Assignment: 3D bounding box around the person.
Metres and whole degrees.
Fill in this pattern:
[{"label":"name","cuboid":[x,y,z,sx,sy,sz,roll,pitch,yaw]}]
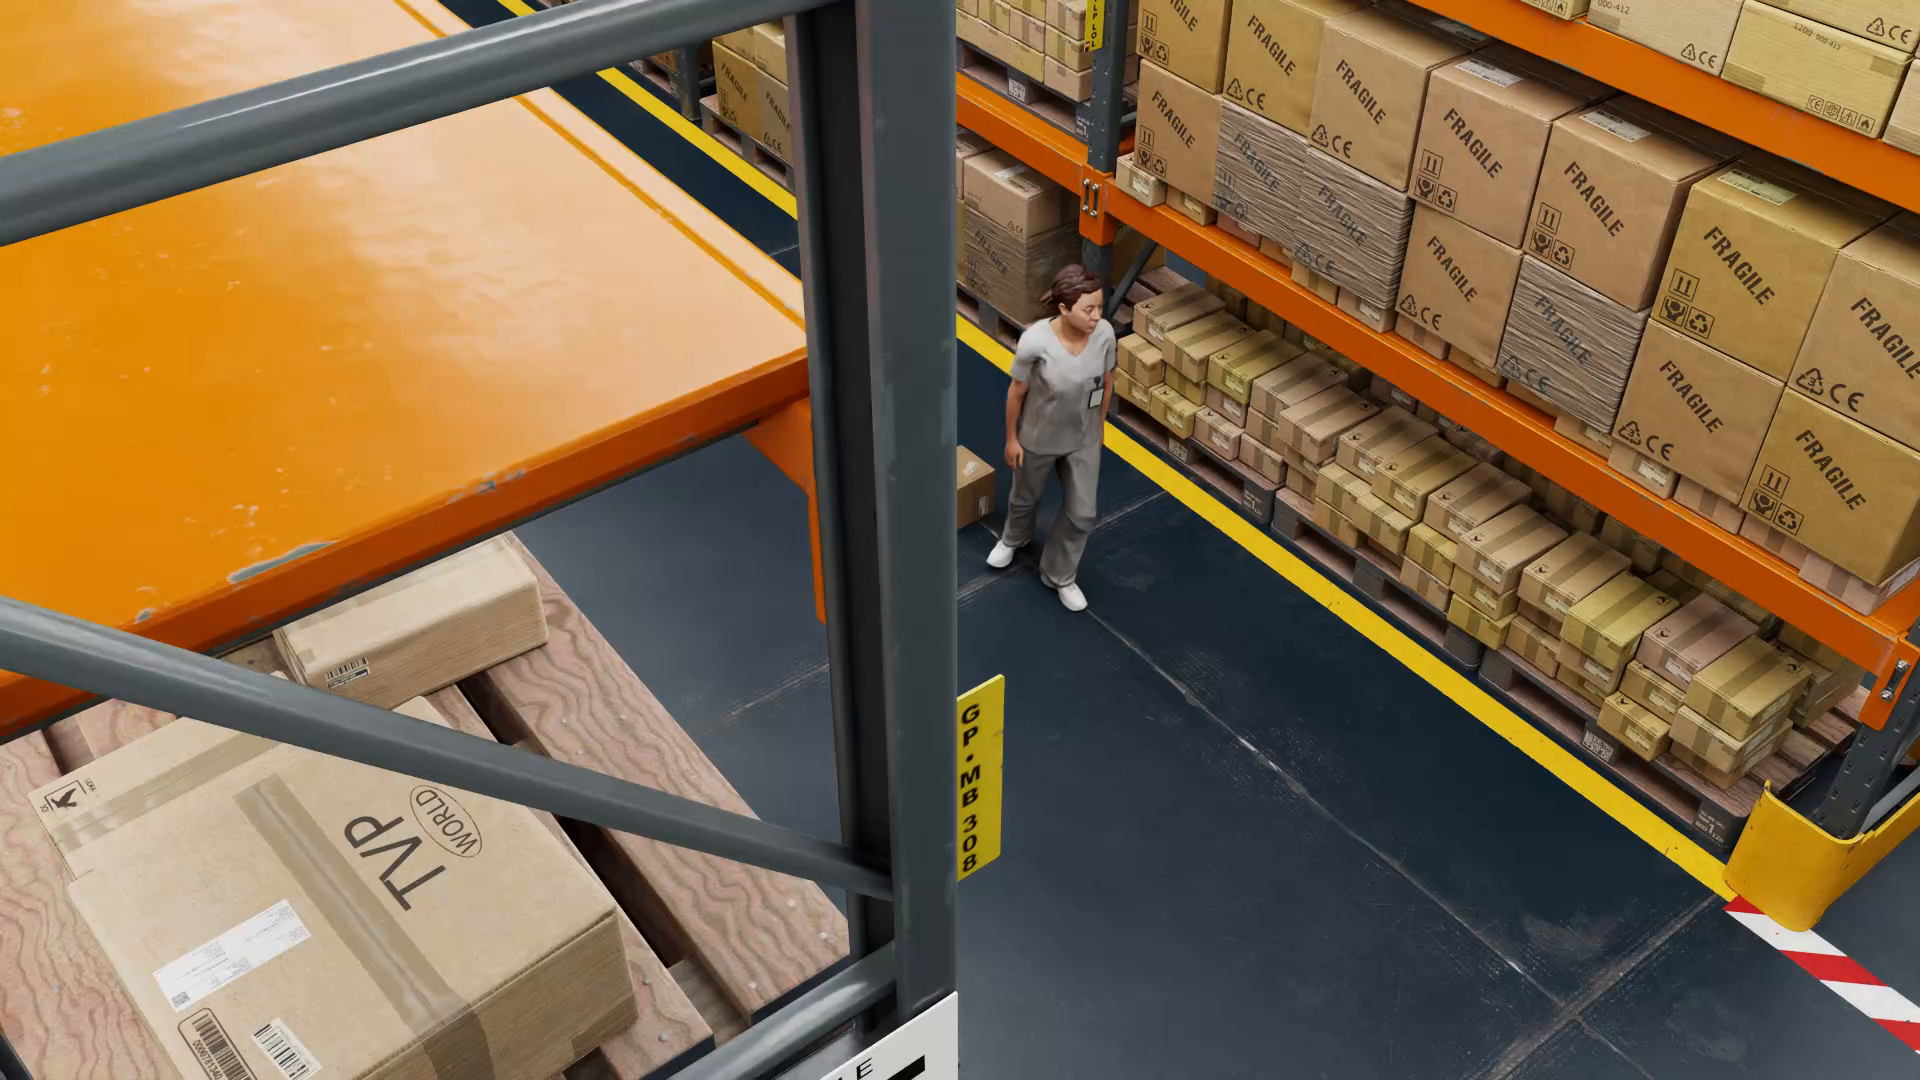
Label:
[{"label":"person","cuboid":[0.383,-0.467,6.972,0.497,1.658,0.562,-9,41,-10]}]
